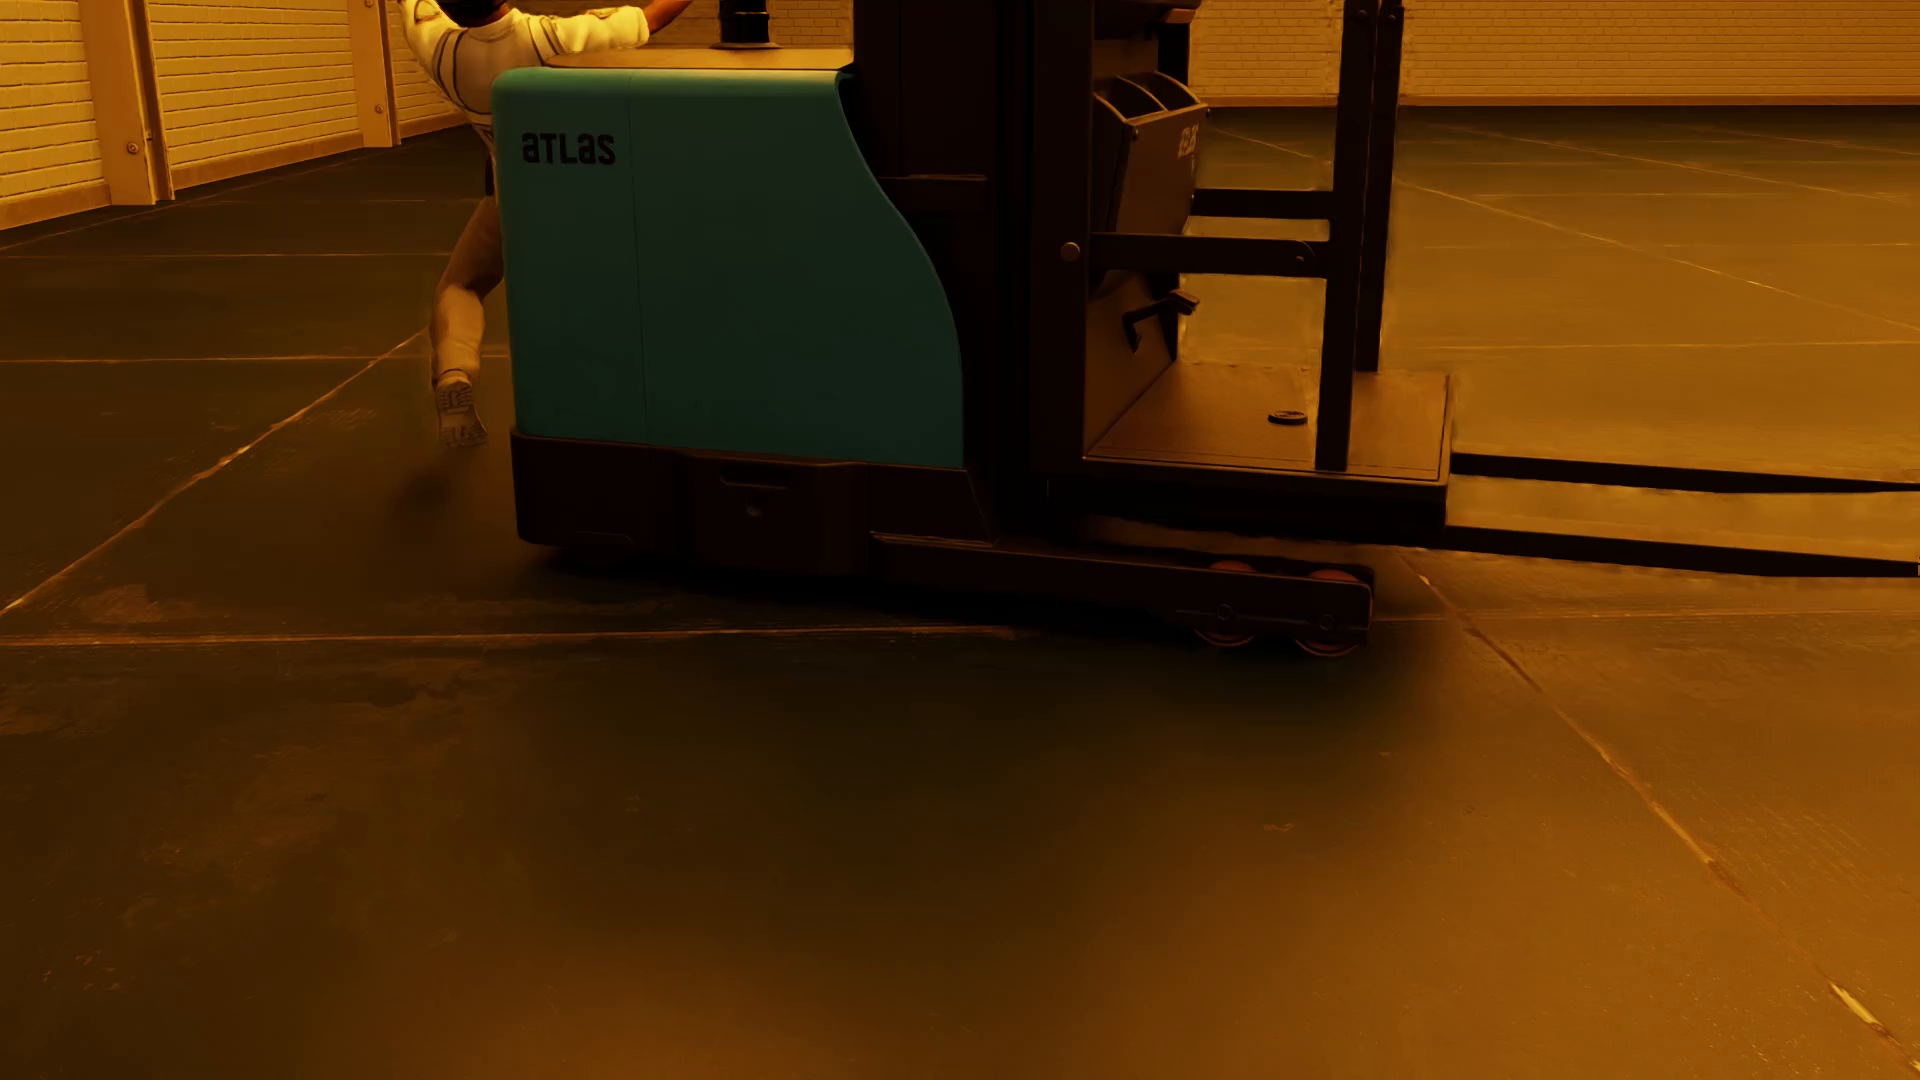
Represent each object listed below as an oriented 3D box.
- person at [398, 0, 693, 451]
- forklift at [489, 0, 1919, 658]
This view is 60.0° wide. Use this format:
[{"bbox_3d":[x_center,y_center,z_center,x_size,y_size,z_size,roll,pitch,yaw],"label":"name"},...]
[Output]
[{"bbox_3d":[-1.028,-1.006,4.455,0.946,1.579,0.691,-1,17,-4],"label":"person"},{"bbox_3d":[0.584,-1.350,3.321,3.031,2.935,1.130,5,18,16],"label":"forklift"}]
